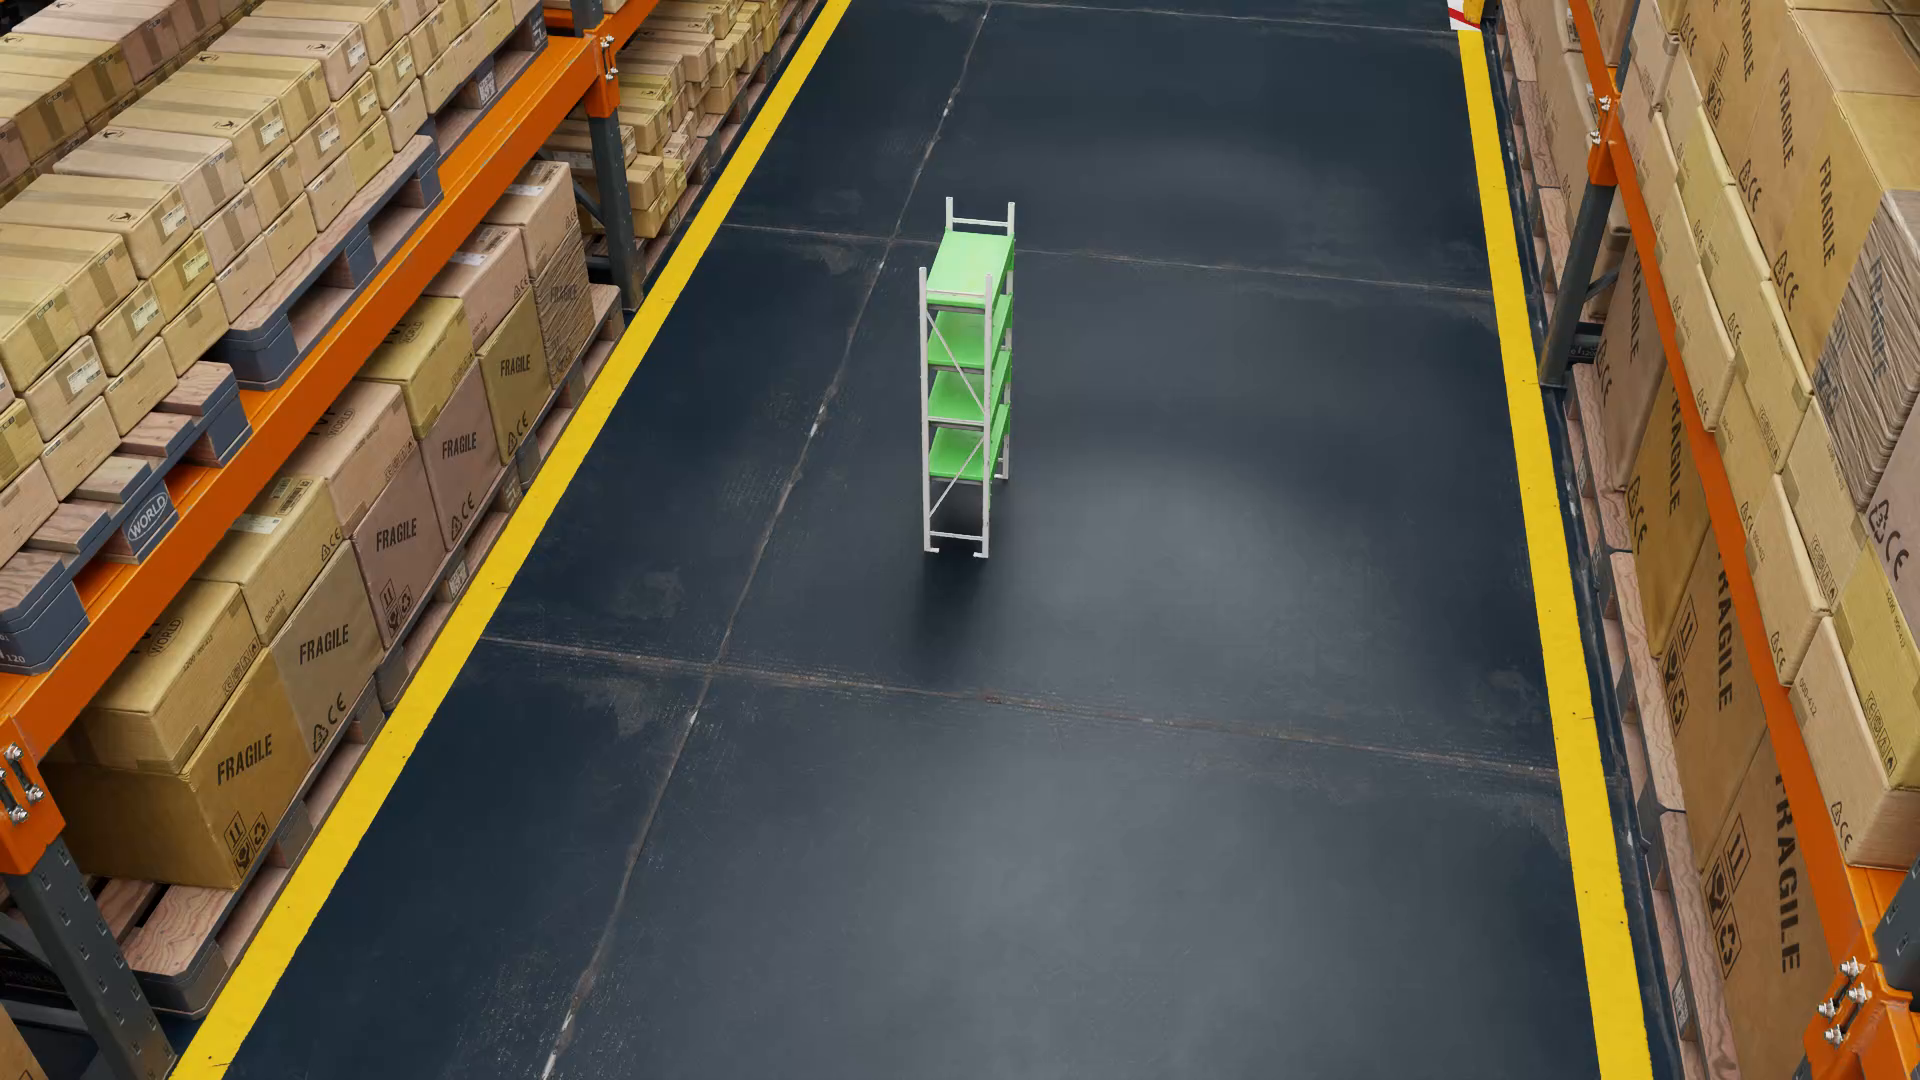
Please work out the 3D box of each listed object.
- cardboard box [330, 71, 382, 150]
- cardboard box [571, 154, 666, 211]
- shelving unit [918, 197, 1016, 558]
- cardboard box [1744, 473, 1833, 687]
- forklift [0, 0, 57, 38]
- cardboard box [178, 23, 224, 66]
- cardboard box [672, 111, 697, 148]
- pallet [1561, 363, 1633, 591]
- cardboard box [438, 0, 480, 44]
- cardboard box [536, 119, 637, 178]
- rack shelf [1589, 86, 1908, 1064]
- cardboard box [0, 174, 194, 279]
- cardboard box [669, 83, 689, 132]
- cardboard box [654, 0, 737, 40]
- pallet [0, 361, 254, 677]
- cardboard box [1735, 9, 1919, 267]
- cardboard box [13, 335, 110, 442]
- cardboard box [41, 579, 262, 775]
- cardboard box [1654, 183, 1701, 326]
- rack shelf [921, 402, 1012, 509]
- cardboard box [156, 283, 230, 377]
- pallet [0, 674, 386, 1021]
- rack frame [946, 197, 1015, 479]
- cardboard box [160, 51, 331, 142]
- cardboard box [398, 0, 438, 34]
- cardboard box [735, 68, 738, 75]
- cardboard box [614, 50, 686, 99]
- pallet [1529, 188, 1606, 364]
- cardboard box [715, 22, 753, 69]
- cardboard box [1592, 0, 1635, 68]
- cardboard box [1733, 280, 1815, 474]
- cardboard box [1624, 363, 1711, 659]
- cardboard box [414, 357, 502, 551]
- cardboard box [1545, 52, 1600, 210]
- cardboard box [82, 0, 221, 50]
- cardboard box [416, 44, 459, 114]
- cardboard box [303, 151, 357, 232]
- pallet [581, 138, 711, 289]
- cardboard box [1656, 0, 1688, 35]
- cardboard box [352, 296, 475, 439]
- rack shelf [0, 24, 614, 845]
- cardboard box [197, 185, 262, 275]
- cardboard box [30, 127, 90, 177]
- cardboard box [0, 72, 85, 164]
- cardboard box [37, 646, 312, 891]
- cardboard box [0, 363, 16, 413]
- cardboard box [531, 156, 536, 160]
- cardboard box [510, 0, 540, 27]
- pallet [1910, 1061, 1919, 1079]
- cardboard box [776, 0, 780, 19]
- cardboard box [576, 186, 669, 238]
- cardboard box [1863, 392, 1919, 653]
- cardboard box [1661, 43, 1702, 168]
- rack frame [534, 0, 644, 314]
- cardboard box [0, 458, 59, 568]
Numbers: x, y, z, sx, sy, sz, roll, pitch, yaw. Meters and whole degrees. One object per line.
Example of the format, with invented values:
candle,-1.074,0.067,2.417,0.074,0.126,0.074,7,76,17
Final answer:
cardboard box,-2.040,-1.347,5.160,0.380,0.149,0.250,7,40,8
cardboard box,-1.563,-1.637,7.550,0.380,0.149,0.250,8,40,10
shelving unit,0.029,-0.566,5.993,0.258,1.200,0.503,6,40,8
cardboard box,2.165,0.115,3.874,0.500,0.250,0.500,7,40,8
forklift,-4.428,-2.642,7.145,1.130,2.935,3.031,8,40,9
cardboard box,-2.638,-1.593,5.456,0.380,0.149,0.250,8,40,9
cardboard box,-1.529,-2.017,8.243,0.380,0.149,0.250,6,40,7
pallet,2.893,-0.217,6.347,1.003,0.211,1.213,6,40,8
cardboard box,-1.905,-1.854,5.773,0.380,0.149,0.250,8,40,10
cardboard box,-1.677,-1.753,7.457,0.380,0.149,0.250,8,40,9
rack shelf,2.606,-0.252,4.766,1.077,0.370,4.000,6,40,8
cardboard box,-2.225,-0.808,4.274,0.380,0.149,0.250,5,40,6
cardboard box,-1.551,-2.132,8.149,0.380,0.149,0.250,4,40,5
cardboard box,-1.382,-2.731,8.640,0.380,0.149,0.250,7,40,8
pallet,-2.615,-0.142,4.218,1.213,0.211,1.003,6,40,8
cardboard box,2.359,-1.002,4.245,0.500,0.500,0.500,6,40,7
cardboard box,-2.307,-0.388,3.999,0.380,0.149,0.250,8,40,10
cardboard box,-2.275,0.350,4.516,0.500,0.250,0.500,5,40,6
cardboard box,2.423,-0.835,5.024,0.500,0.250,0.500,6,40,7
rack shelf,0.029,-0.332,6.187,0.258,0.148,0.480,6,40,8
cardboard box,-2.219,-0.588,4.474,0.380,0.149,0.250,8,40,10
pallet,-2.496,0.828,5.083,1.003,0.211,1.213,6,40,8
rack frame,0.071,-0.719,6.179,0.240,1.200,0.015,6,40,8
cardboard box,-2.090,-1.301,4.870,0.380,0.149,0.250,6,40,7
cardboard box,-1.956,-1.792,5.465,0.380,0.149,0.250,6,40,8
cardboard box,-1.407,-2.515,8.846,0.380,0.149,0.250,7,40,9
cardboard box,-1.553,-2.249,8.057,0.380,0.149,0.250,5,40,7
pallet,3.161,-1.178,7.510,1.003,0.211,1.213,6,40,8
cardboard box,-1.307,-2.605,8.721,0.380,0.149,0.250,7,40,8
cardboard box,2.780,-2.142,6.409,0.500,0.500,0.500,7,40,8
cardboard box,2.247,-0.387,4.089,0.500,0.250,0.500,5,40,7
cardboard box,2.775,-0.162,5.430,0.875,0.875,0.875,7,40,9
cardboard box,-2.003,-0.330,5.927,0.500,0.500,0.500,6,40,7
cardboard box,3.321,-1.903,7.879,0.875,0.438,0.875,5,40,6
cardboard box,-2.641,-1.711,5.367,0.380,0.149,0.250,6,40,7
cardboard box,-1.948,-1.584,5.680,0.380,0.149,0.250,4,40,5
cardboard box,-2.083,-1.076,5.065,0.380,0.149,0.250,5,40,6
pallet,-1.859,-1.618,8.041,1.003,0.211,1.213,6,40,8
cardboard box,2.593,-1.964,5.408,0.500,0.500,0.500,7,40,8
cardboard box,-2.000,-0.605,5.671,0.500,0.250,0.500,5,40,6
rack shelf,-2.287,-0.735,5.349,1.077,0.370,4.000,6,40,8
cardboard box,-2.176,-0.870,4.583,0.380,0.149,0.250,6,40,8
cardboard box,-2.775,-1.106,4.868,0.380,0.149,0.250,7,40,9
cardboard box,-2.774,-1.220,4.773,0.380,0.149,0.250,8,40,10
cardboard box,-2.259,0.629,4.767,0.500,0.500,0.500,5,40,6
cardboard box,-2.362,-0.322,3.687,0.380,0.149,0.250,6,40,8
cardboard box,-2.165,-1.849,7.806,0.380,0.149,0.250,5,40,6
cardboard box,-1.815,-2.061,6.256,0.380,0.149,0.250,6,40,7
pallet,2.241,1.259,2.524,1.213,0.211,1.003,6,40,8
cardboard box,-1.240,-3.002,9.434,0.380,0.149,0.250,7,40,8
cardboard box,-1.561,-1.523,7.646,0.380,0.149,0.250,5,40,6
cardboard box,2.092,-0.051,3.095,0.500,0.500,0.500,5,40,6
cardboard box,2.536,-1.344,5.247,0.500,0.250,0.500,7,40,8
rack frame,-1.941,-2.267,6.638,1.000,3.000,0.127,6,40,8
cardboard box,-2.357,-0.080,3.861,0.380,0.149,0.250,6,40,7
